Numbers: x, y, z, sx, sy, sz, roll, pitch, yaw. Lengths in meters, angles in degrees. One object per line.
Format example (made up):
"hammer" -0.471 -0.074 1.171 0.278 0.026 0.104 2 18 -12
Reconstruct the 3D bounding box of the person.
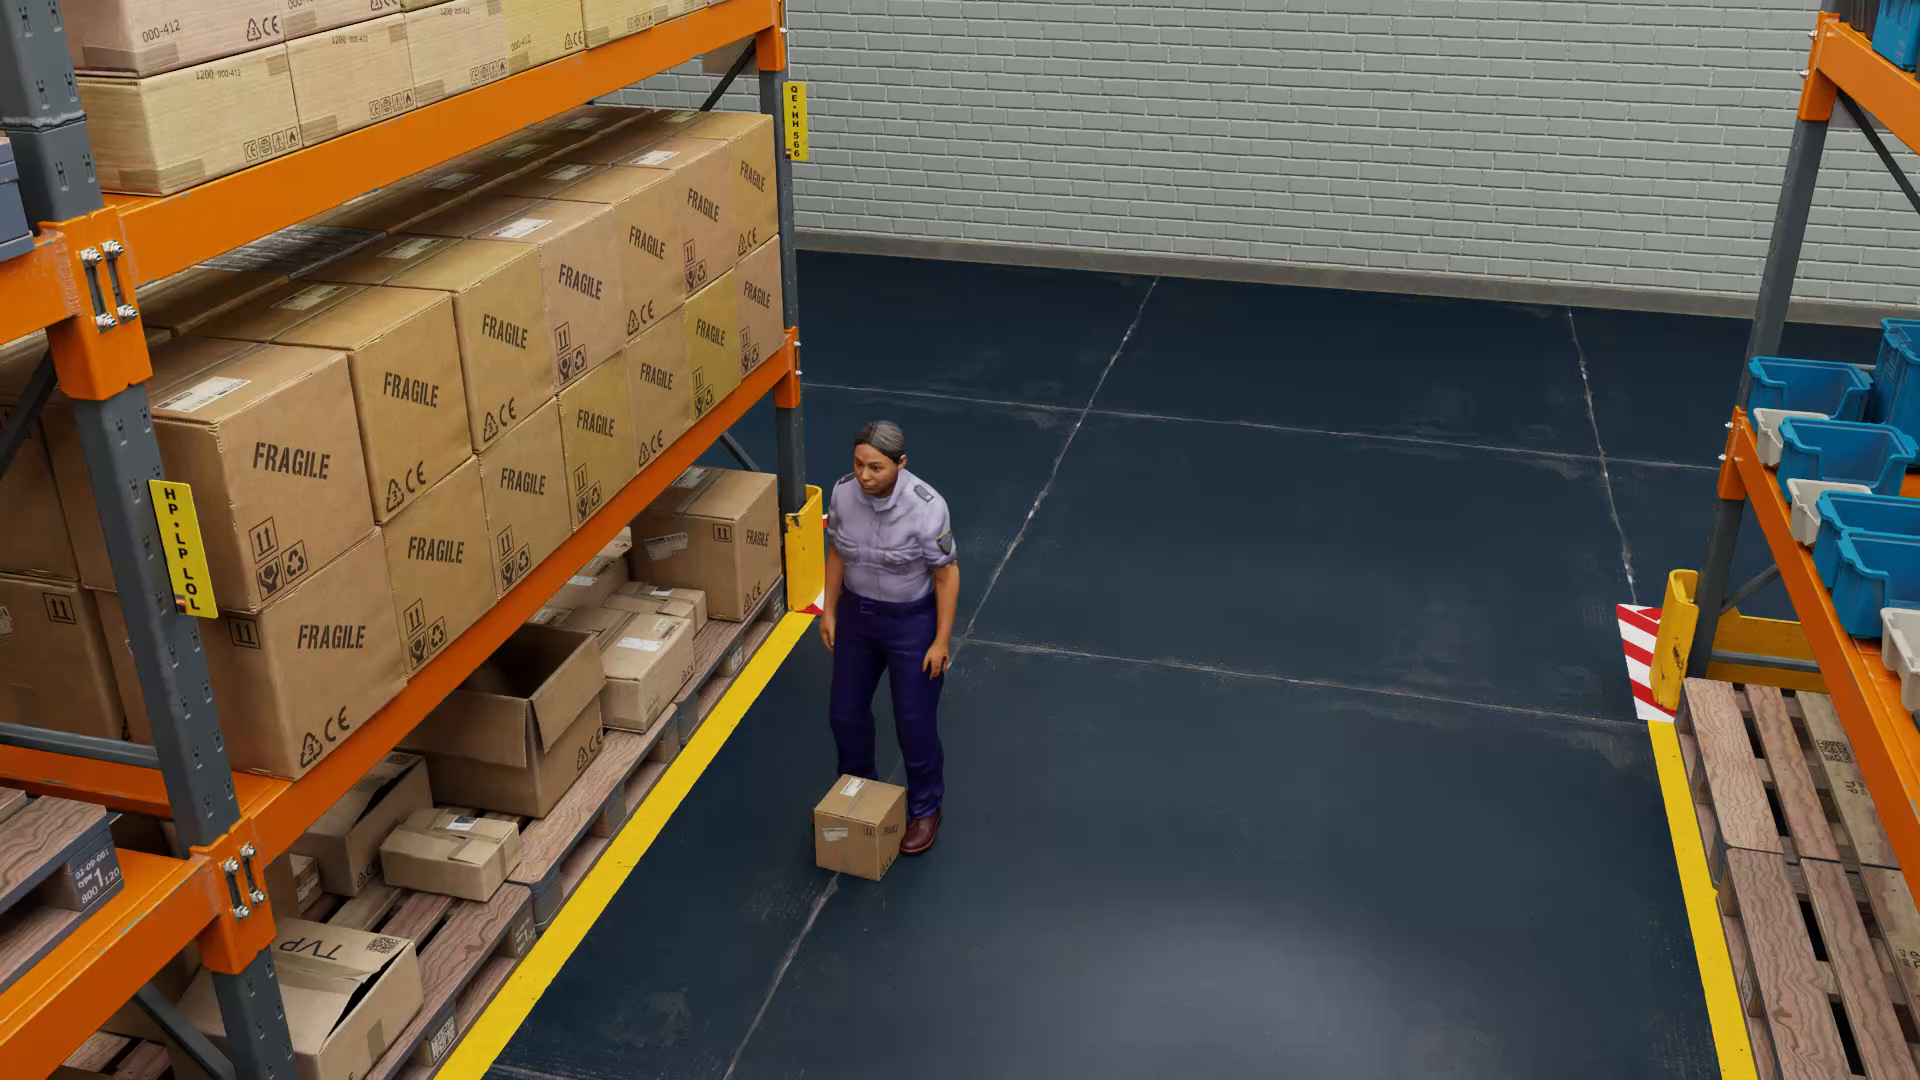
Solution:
"person" -0.260 0.320 5.948 0.538 1.652 0.371 12 28 24
